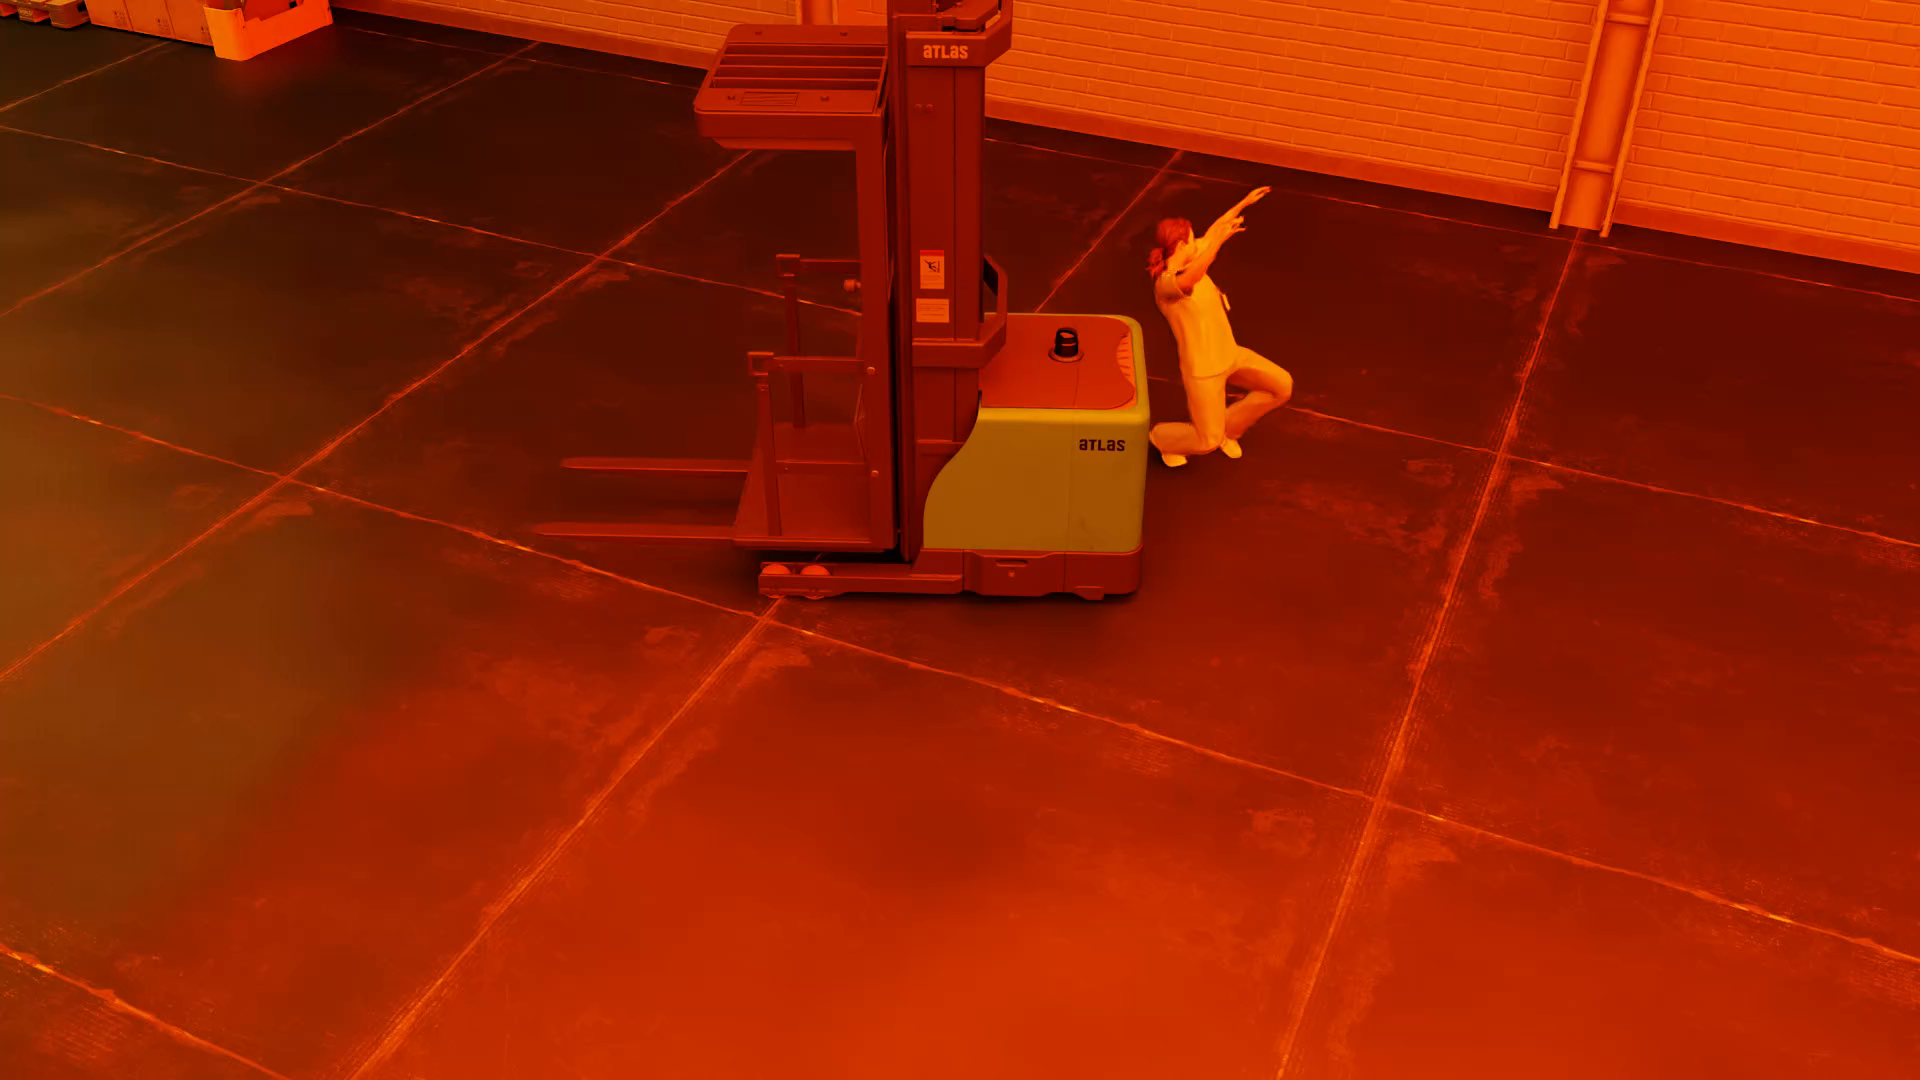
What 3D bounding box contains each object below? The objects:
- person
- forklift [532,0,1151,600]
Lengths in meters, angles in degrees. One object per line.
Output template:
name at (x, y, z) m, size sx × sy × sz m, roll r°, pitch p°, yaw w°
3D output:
person at (1.421, -1.120, 8.851) m, size 0.781 × 1.566 × 0.951 m, roll 25°, pitch 42°, yaw 30°
forklift at (-0.608, -1.208, 7.780) m, size 3.031 × 2.935 × 1.130 m, roll 1°, pitch 36°, yaw 2°
